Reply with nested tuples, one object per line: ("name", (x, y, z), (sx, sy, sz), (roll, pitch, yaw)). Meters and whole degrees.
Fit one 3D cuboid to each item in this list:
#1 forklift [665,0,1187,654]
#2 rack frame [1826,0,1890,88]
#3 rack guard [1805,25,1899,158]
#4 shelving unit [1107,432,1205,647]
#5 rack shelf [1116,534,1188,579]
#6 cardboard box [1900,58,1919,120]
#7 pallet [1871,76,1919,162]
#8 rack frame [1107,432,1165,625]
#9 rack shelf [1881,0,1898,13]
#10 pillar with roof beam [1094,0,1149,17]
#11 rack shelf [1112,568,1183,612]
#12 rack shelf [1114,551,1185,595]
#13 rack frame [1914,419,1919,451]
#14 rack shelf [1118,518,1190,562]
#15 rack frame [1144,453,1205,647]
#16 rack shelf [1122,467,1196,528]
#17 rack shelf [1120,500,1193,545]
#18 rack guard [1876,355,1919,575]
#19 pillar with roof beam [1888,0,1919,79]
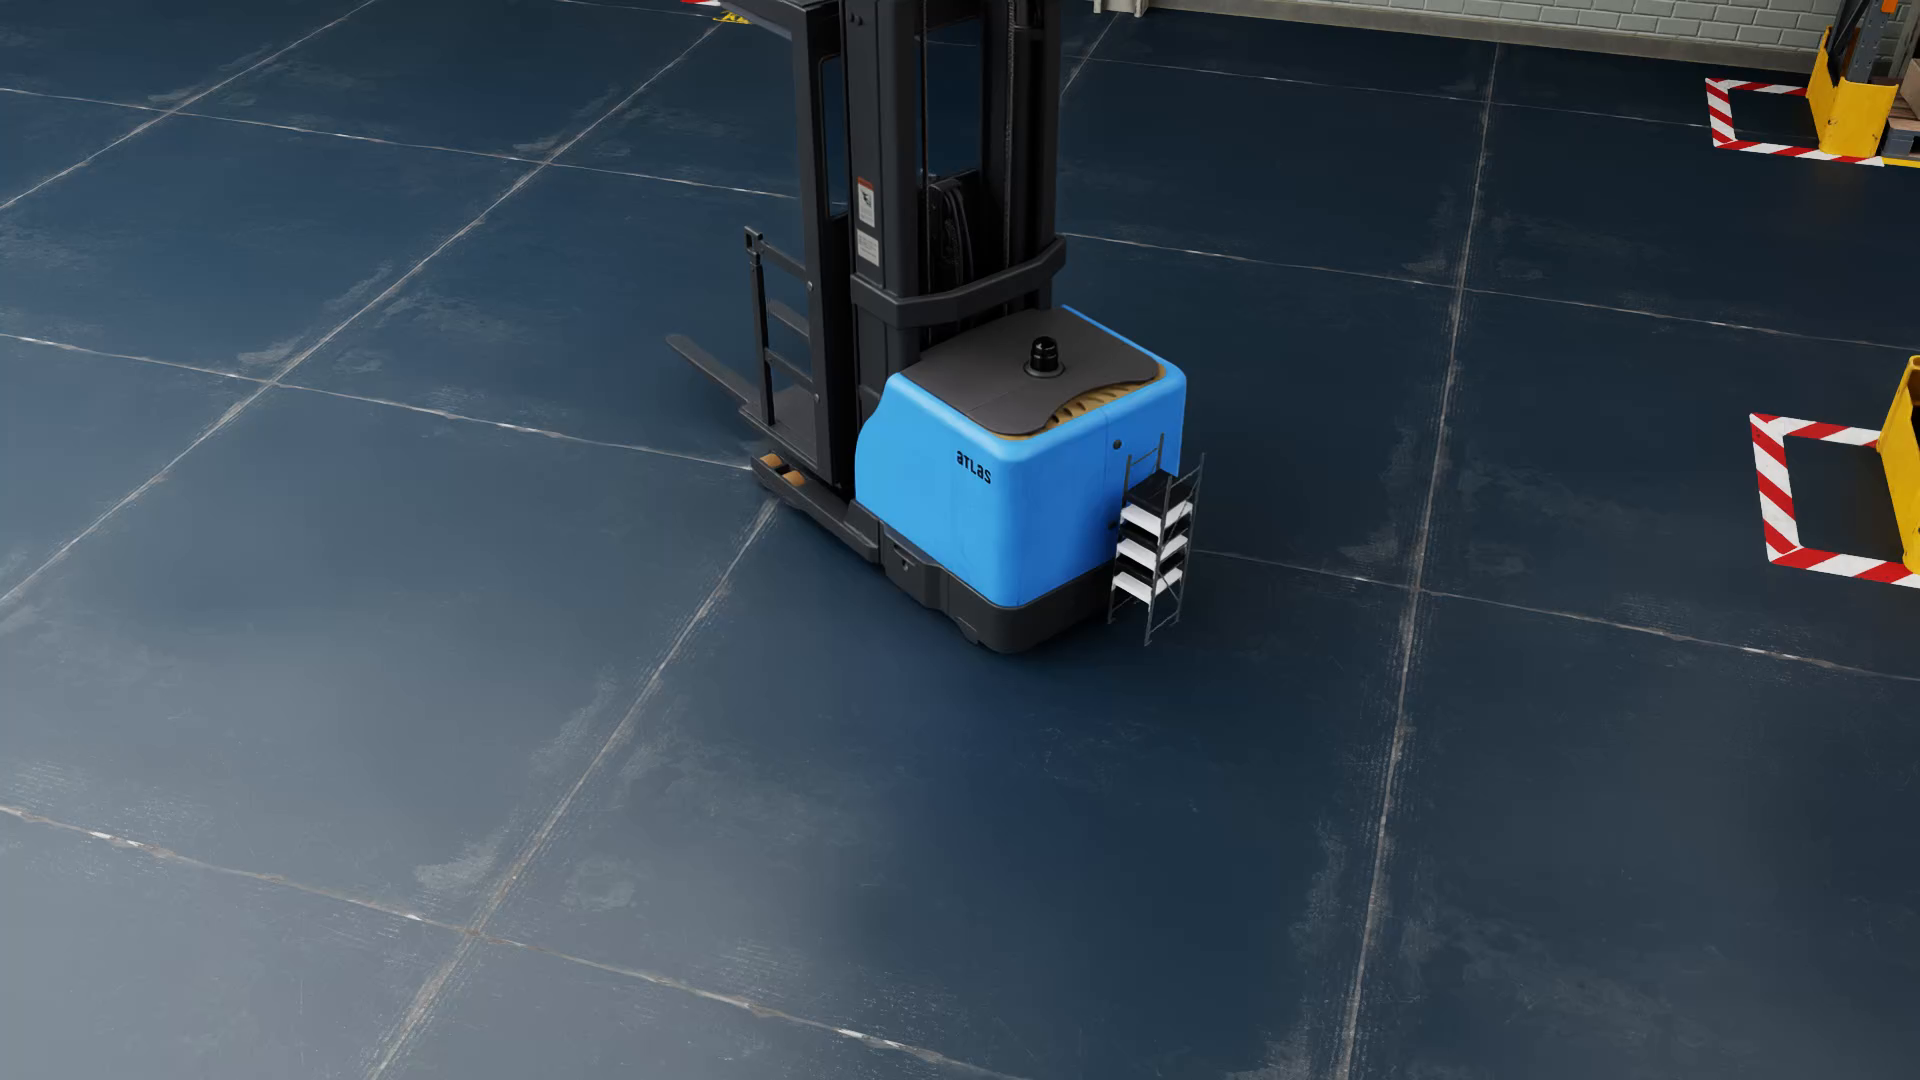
("forklift", (-0.358, -1.510, 7.329), (1.130, 2.935, 3.031), (-26, 44, -31))
("rack frame", (6.130, -4.157, 10.867), (0.127, 3.000, 1.000), (10, 38, 14))
("rack guard", (6.202, -3.136, 11.590), (0.348, 0.500, 1.175), (10, 38, 14))
("shelving unit", (0.814, 0.008, 6.972), (0.210, 0.900, 0.258), (31, 46, 31))
("rack shelf", (0.813, 0.034, 6.992), (0.200, 0.077, 0.258), (31, 46, 31))
("cardboard box", (6.763, -3.078, 11.298), (0.500, 0.311, 0.500), (6, 37, 9))
("pallet", (6.967, -2.857, 11.453), (1.213, 0.211, 1.003), (10, 38, 14))
("rack frame", (0.739, -0.037, 7.024), (0.006, 0.900, 0.240), (31, 46, 31))
("rack shelf", (8.039, -3.513, 10.600), (4.000, 0.370, 1.077), (10, 38, 14))
("pillar with roof beam", (0.045, -5.563, 7.717), (0.400, 9.000, 9.100), (10, 38, 14))
("rack shelf", (0.806, 0.175, 7.104), (0.200, 0.077, 0.258), (31, 46, 31))
("rack shelf", (0.810, 0.105, 7.048), (0.200, 0.077, 0.258), (31, 46, 31))
("rack frame", (4.656, -1.353, 7.058), (0.127, 3.000, 1.000), (10, 38, 14))
("rack shelf", (0.816, -0.036, 6.936), (0.200, 0.077, 0.258), (31, 46, 31))
("rack frame", (0.889, 0.053, 6.919), (0.006, 0.900, 0.240), (31, 46, 31))
("rack shelf", (0.823, -0.178, 6.825), (0.200, 0.077, 0.258), (31, 46, 31))
("rack shelf", (0.820, -0.107, 6.881), (0.200, 0.077, 0.258), (31, 46, 31))
("rack guard", (4.633, -0.351, 7.805), (0.348, 0.500, 1.175), (10, 38, 14))
("pillar with roof beam", (5.772, -4.503, 6.276), (0.400, 9.000, 9.100), (10, 38, 14))
